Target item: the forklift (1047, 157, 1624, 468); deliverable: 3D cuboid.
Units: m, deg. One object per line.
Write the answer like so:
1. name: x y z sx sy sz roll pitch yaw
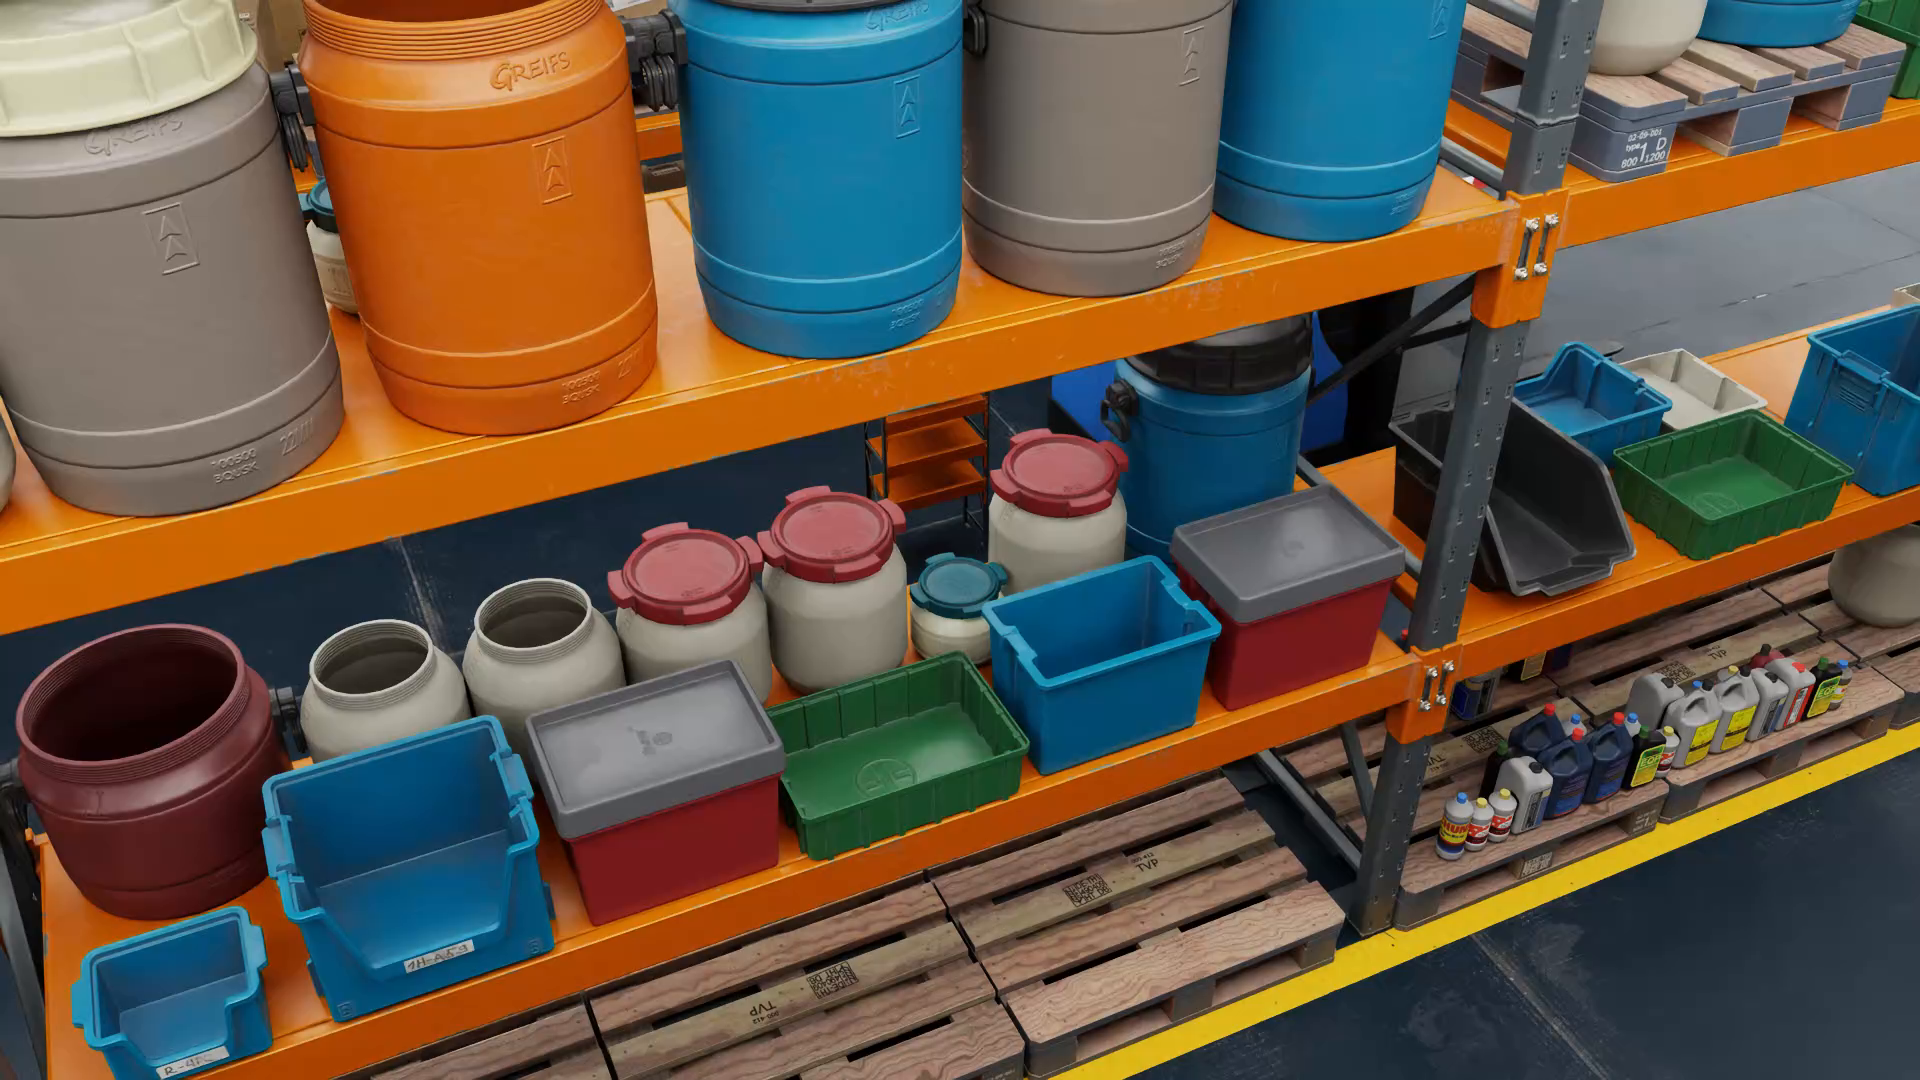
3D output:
1. forklift: 1.991 -1.794 7.709 3.031 2.935 1.130 -16 40 -21

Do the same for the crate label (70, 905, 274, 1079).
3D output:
1. crate label: -1.822 1.092 3.901 0.416 0.233 0.303 -16 39 -20

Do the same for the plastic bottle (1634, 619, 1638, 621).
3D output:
1. plastic bottle: 2.796 0.201 6.883 0.097 0.271 0.097 0 37 0

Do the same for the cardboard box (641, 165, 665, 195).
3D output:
1. cardboard box: -1.851 -1.673 9.217 0.500 0.500 0.700 -16 39 -20

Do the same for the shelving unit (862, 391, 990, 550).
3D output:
1. shelving unit: -0.150 -0.440 7.336 0.503 1.200 0.258 -16 39 -20

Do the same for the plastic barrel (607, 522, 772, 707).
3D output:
1. plastic barrel: -0.756 0.281 4.739 0.433 0.535 0.433 0 37 0

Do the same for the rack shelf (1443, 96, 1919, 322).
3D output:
1. rack shelf: 3.069 -1.506 5.348 4.000 0.370 1.077 -16 39 -20

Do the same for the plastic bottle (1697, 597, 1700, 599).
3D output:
1. plastic bottle: 3.106 0.114 6.999 0.097 0.271 0.097 0 37 0

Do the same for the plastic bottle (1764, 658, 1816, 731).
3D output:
1. plastic bottle: 3.164 0.571 6.379 0.135 0.276 0.152 -15 39 -20

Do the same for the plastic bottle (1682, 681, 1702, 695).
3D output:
1. plastic bottle: 2.799 0.627 6.367 0.097 0.201 0.097 0 37 0

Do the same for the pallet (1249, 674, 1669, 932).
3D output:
1. pallet: 1.884 0.889 6.374 1.213 0.211 1.003 -16 39 -20

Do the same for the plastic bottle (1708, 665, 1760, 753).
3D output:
1. plastic bottle: 2.890 0.621 6.250 0.185 0.351 0.144 -14 39 -18

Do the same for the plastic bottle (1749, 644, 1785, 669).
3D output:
1. plastic bottle: 3.118 0.511 6.454 0.133 0.283 0.061 -16 39 -20

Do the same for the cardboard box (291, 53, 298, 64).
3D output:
1. cardboard box: -2.852 -2.151 7.905 0.500 0.250 0.500 -17 40 -21

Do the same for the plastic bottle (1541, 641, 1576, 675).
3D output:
1. plastic bottle: 2.380 0.400 6.603 0.133 0.283 0.061 -16 39 -20

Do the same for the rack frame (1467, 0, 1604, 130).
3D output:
1. rack frame: 1.259 -2.493 3.558 0.127 3.000 1.000 -16 39 -20

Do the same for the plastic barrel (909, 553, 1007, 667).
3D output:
1. plastic barrel: -0.005 0.224 5.046 0.301 0.262 0.301 0 37 0

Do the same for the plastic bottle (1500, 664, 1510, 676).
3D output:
1. plastic bottle: 2.185 0.355 6.608 0.185 0.351 0.144 -16 39 -20

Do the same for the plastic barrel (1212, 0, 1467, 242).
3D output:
1. plastic barrel: 0.891 -1.244 3.971 0.708 0.901 0.600 -16 39 -20

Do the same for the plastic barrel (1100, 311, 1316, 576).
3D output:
1. plastic barrel: 0.780 -0.351 5.284 0.708 0.901 0.600 -16 39 -20

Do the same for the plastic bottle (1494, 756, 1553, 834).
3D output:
1. plastic bottle: 2.014 0.893 5.945 0.135 0.276 0.152 -14 39 -18

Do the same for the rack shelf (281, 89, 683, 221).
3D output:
1. rack shelf: -2.656 -1.960 8.478 4.000 0.370 1.077 -16 39 -20

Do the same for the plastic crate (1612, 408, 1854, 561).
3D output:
1. plastic crate: 2.607 -0.190 5.666 0.662 0.188 0.450 -16 39 -20

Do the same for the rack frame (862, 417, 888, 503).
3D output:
1. rack frame: -0.371 -0.378 7.253 0.015 1.200 0.240 -16 39 -20

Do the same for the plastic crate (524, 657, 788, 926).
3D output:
1. plastic crate: -0.769 0.659 4.290 0.583 0.464 0.402 -16 39 -20

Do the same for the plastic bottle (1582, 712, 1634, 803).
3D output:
1. plastic bottle: 2.337 0.775 6.041 0.185 0.351 0.144 -17 40 -22

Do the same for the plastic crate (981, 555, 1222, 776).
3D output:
1. plastic crate: 0.392 0.370 4.747 0.575 0.384 0.392 -16 39 -20

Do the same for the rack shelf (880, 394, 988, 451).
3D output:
1. rack shelf: -0.150 -0.566 7.243 0.480 0.148 0.258 -16 39 -20

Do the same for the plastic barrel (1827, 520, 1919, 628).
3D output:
1. plastic barrel: 3.863 0.069 6.875 0.421 0.512 0.421 0 37 0

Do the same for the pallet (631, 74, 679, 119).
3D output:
1. pallet: -1.599 -2.563 8.848 1.213 0.211 1.003 -16 39 -20

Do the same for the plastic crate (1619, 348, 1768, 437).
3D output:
1. plastic crate: 2.621 -0.525 6.162 0.437 0.136 0.530 -16 39 -20

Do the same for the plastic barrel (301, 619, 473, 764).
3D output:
1. plastic barrel: -1.522 0.508 4.453 0.421 0.512 0.421 0 37 0

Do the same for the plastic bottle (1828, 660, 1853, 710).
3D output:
1. plastic bottle: 3.403 0.552 6.467 0.097 0.201 0.097 0 37 0

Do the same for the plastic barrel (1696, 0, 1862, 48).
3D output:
1. plastic barrel: 2.205 -1.853 4.439 0.708 0.901 0.600 -16 39 -20

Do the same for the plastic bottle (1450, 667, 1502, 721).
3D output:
1. plastic bottle: 1.979 0.540 6.421 0.135 0.276 0.152 -16 39 -20

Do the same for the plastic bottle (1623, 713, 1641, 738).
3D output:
1. plastic bottle: 2.454 0.750 6.142 0.097 0.271 0.097 0 37 0

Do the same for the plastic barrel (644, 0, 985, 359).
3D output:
1. plastic barrel: -0.294 -0.913 3.524 0.708 0.901 0.600 -16 39 -20

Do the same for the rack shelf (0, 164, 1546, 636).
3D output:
1. rack shelf: -0.552 -0.493 3.983 4.000 0.370 1.077 -16 39 -20

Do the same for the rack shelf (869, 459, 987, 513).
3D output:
1. rack shelf: -0.150 -0.226 7.494 0.480 0.148 0.258 -16 39 -20

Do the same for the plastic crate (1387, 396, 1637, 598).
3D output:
1. plastic crate: 1.787 -0.123 5.450 0.504 0.338 0.767 -16 39 -20

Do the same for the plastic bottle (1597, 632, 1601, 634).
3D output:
1. plastic bottle: 2.615 0.279 6.835 0.097 0.201 0.097 0 37 0

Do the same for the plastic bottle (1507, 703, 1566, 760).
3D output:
1. plastic bottle: 2.104 0.745 6.082 0.185 0.351 0.144 -16 39 -20

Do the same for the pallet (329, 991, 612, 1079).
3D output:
1. pallet: -1.645 1.874 5.047 1.213 0.211 1.003 -16 39 -20

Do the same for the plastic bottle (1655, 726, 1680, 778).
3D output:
1. plastic bottle: 2.603 0.776 6.165 0.097 0.201 0.097 0 37 0

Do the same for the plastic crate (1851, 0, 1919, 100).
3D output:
1. plastic crate: 2.803 -1.456 4.855 0.450 0.188 0.336 -16 39 -20

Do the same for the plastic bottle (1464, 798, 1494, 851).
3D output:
1. plastic bottle: 1.825 0.994 5.872 0.097 0.201 0.097 0 37 0

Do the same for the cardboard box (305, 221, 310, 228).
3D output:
1. cardboard box: -3.397 -1.542 8.410 0.500 0.250 0.500 -11 38 -15

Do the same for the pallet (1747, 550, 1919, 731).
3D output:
1. pallet: 4.093 0.271 7.207 1.213 0.211 1.003 -16 39 -20

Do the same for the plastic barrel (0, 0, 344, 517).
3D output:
1. plastic barrel: -1.527 -0.568 3.059 0.600 0.901 0.600 0 37 0

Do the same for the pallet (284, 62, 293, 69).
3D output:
1. pallet: -4.634 -3.788 12.680 1.213 0.211 1.003 -16 39 -20
